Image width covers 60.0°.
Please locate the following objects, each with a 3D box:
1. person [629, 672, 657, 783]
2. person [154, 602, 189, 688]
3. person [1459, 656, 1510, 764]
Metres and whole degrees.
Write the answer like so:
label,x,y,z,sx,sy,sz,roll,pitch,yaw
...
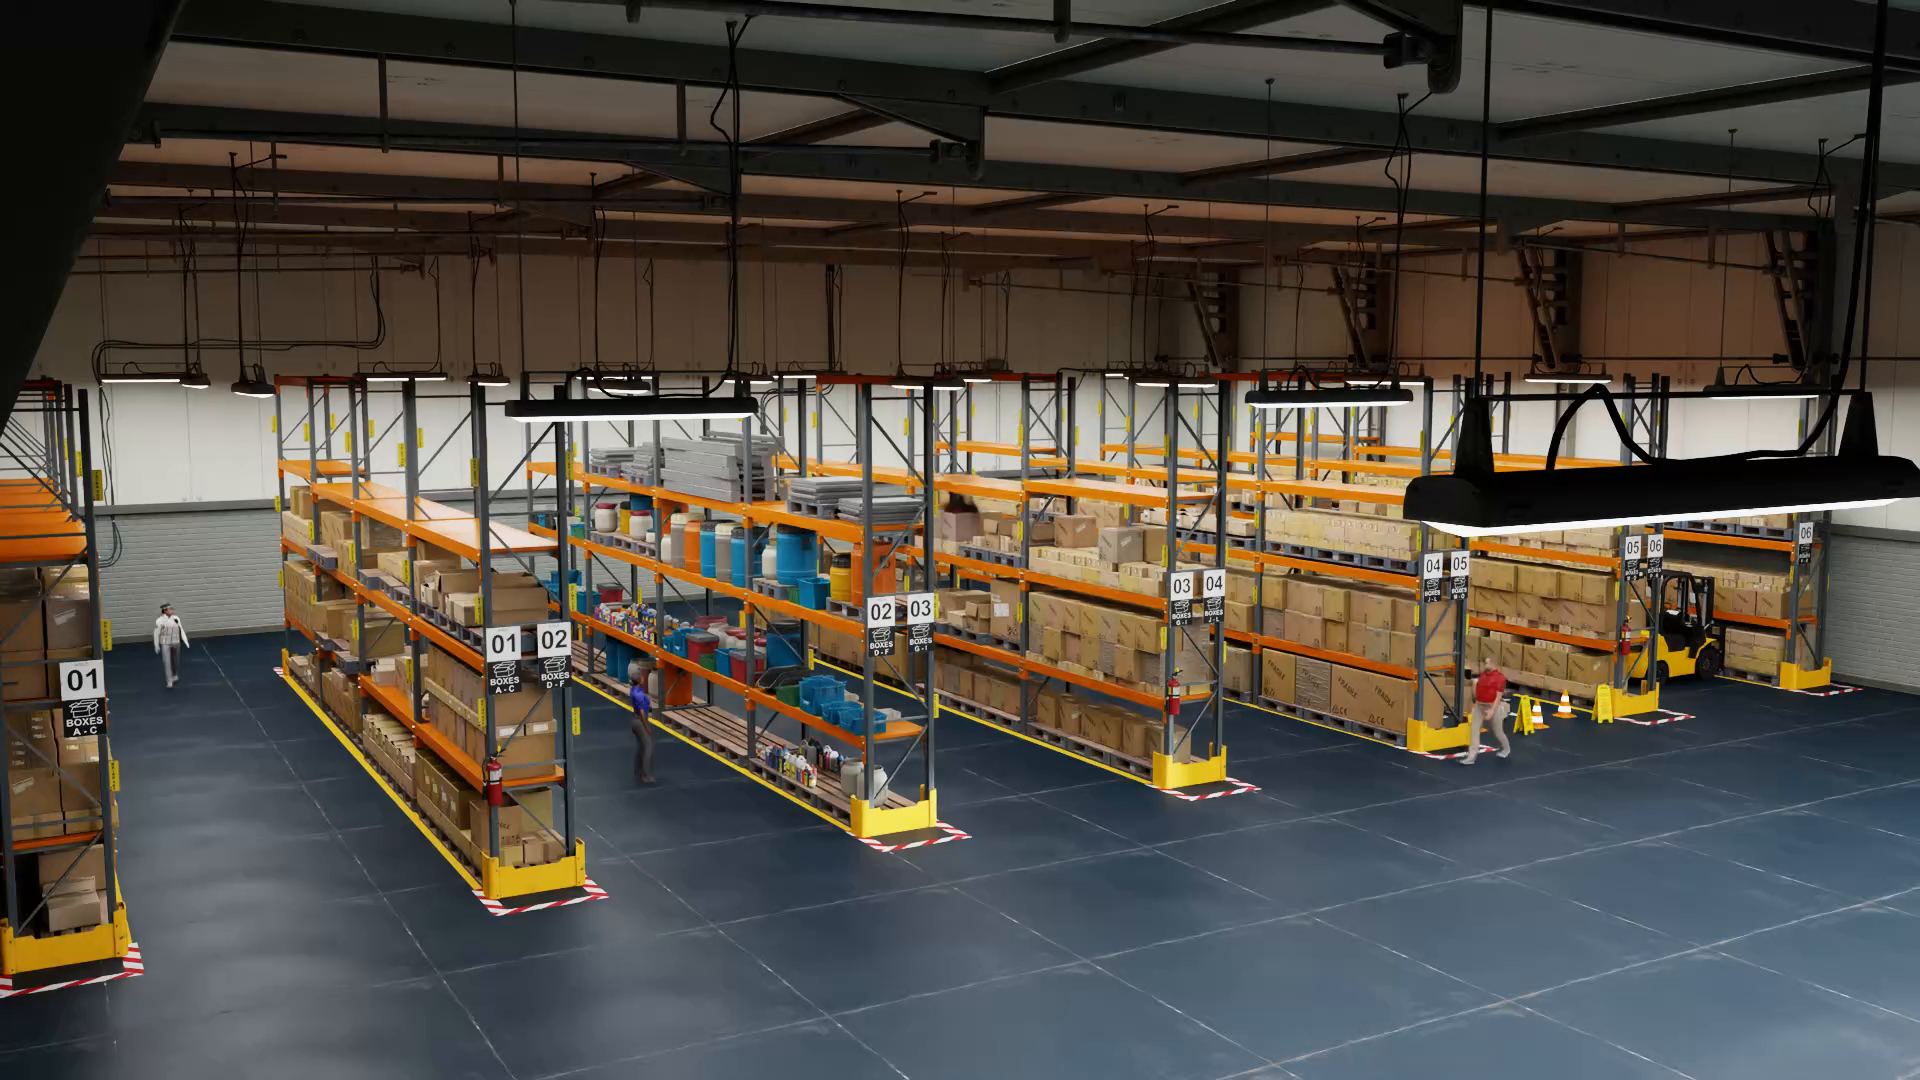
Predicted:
label,x,y,z,sx,sy,sz,roll,pitch,yaw
person,-4.738,2.821,25.004,0.457,1.714,0.471,-1,6,-5
person,-15.223,2.000,32.093,0.595,1.630,0.973,-4,7,-31
person,8.254,2.648,25.989,0.512,1.680,1.024,5,8,40
